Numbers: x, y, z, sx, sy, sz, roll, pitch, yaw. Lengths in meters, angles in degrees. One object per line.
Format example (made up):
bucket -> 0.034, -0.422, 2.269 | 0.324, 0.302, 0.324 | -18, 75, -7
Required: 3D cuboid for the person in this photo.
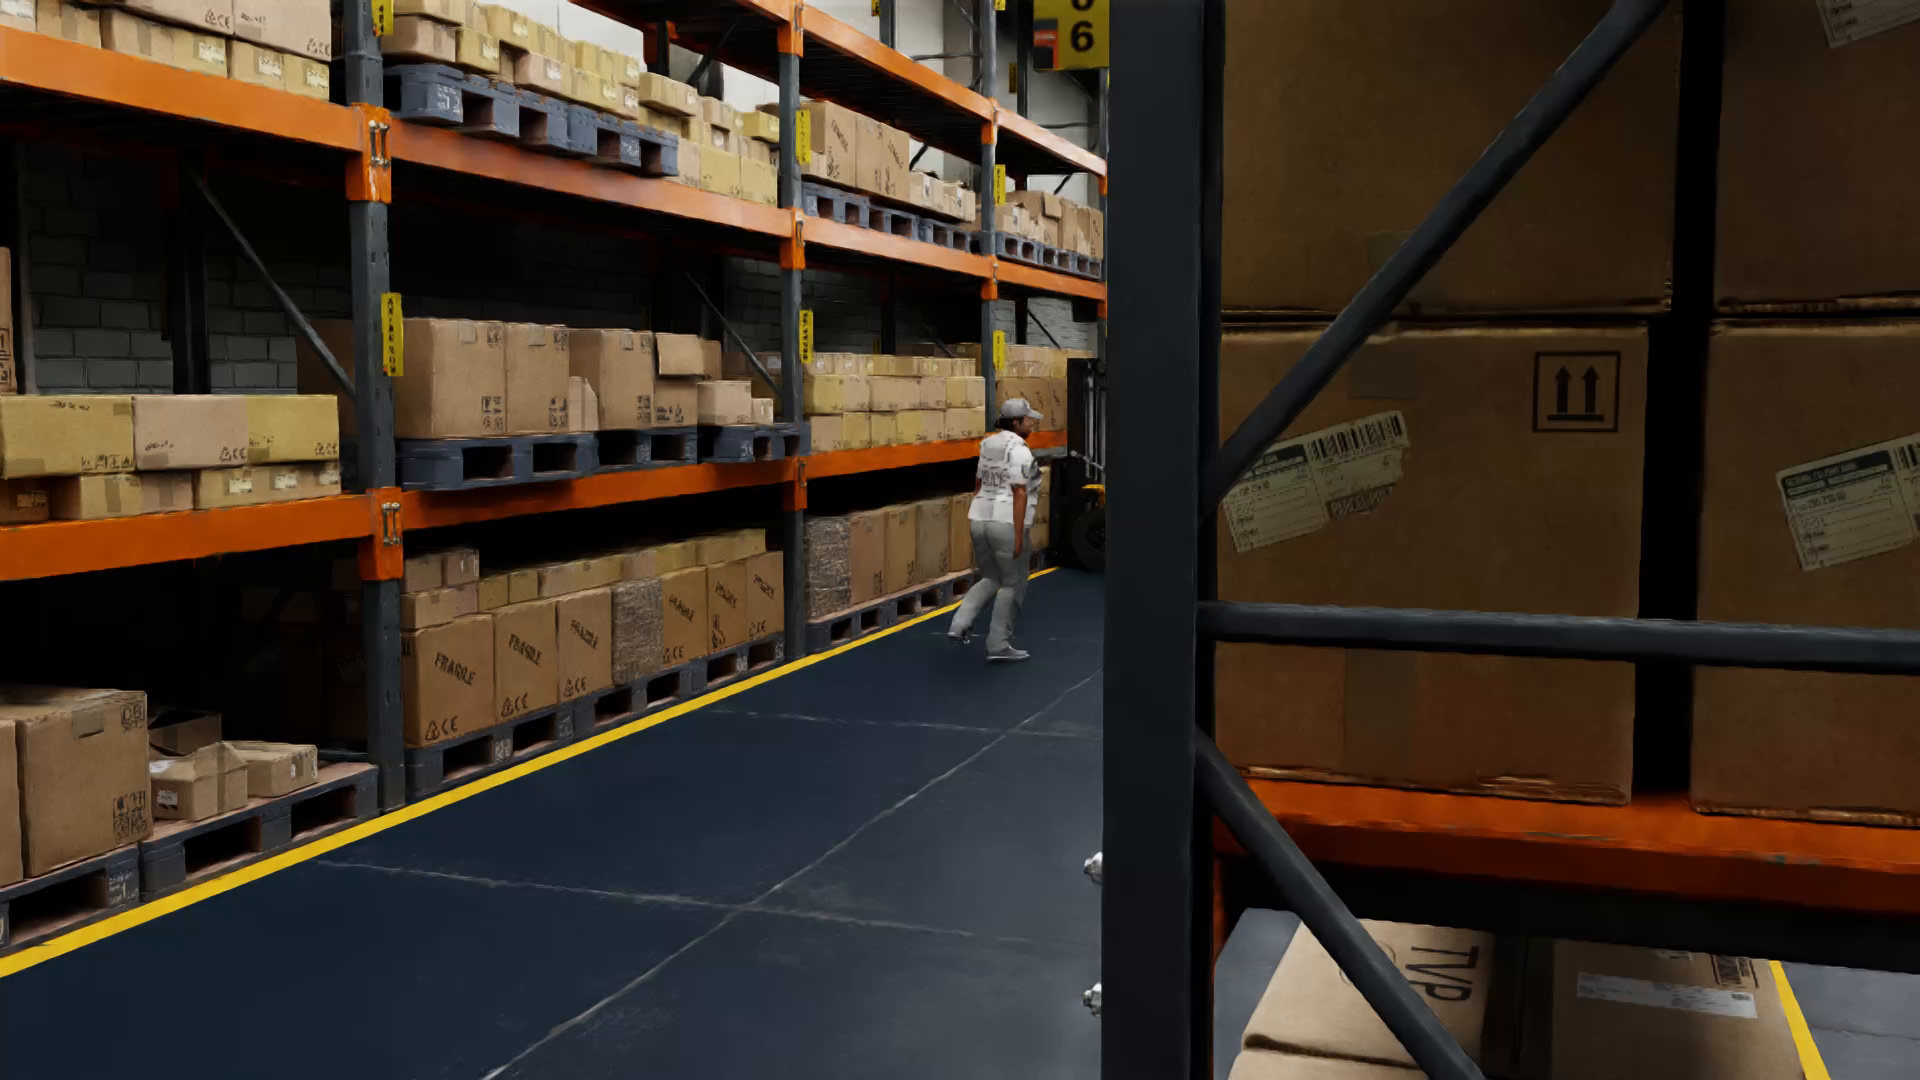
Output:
person -> 0.222, -0.066, 10.446 | 0.575, 1.655, 0.547 | -4, 6, -35
